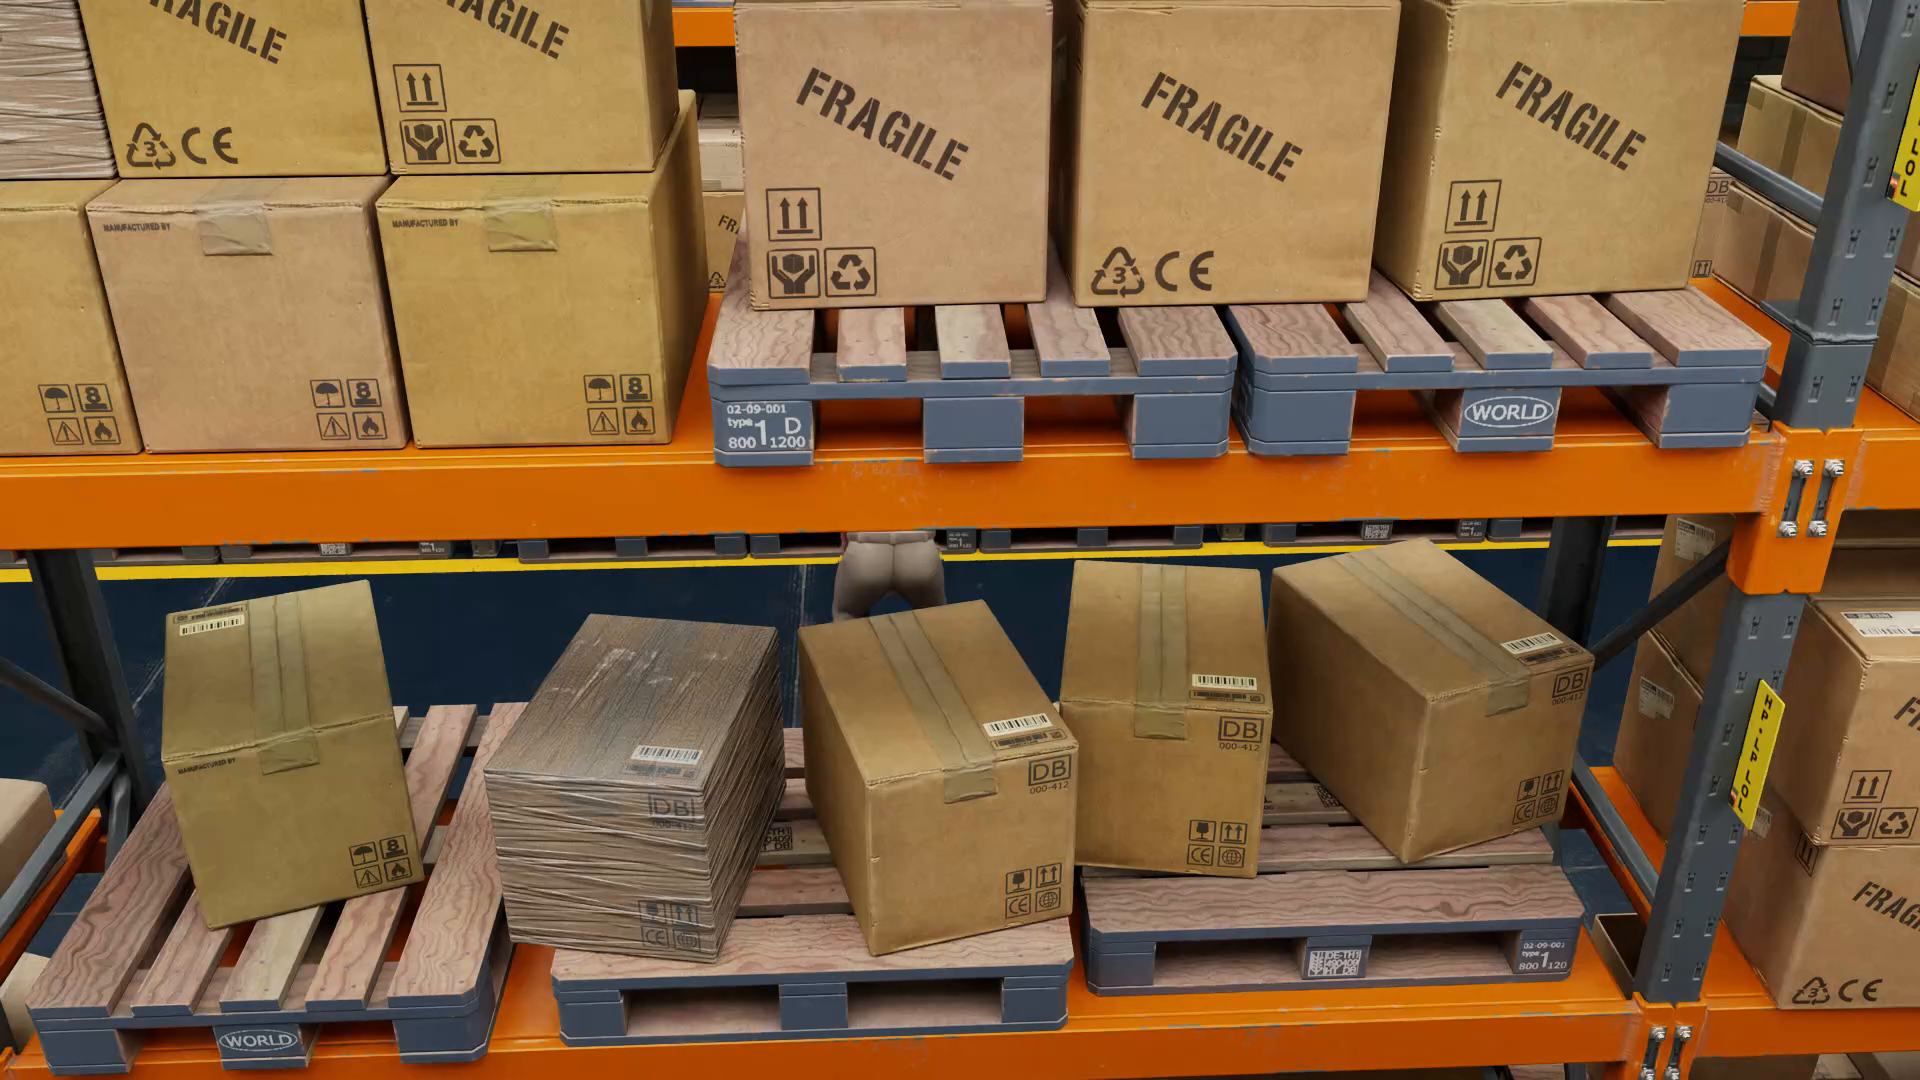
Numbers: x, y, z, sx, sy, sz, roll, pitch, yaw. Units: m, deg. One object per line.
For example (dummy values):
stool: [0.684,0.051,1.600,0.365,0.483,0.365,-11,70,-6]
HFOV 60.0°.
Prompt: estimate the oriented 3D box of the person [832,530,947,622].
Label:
person: [-0.324,0.129,7.476,0.515,1.191,0.927,-2,27,-5]
